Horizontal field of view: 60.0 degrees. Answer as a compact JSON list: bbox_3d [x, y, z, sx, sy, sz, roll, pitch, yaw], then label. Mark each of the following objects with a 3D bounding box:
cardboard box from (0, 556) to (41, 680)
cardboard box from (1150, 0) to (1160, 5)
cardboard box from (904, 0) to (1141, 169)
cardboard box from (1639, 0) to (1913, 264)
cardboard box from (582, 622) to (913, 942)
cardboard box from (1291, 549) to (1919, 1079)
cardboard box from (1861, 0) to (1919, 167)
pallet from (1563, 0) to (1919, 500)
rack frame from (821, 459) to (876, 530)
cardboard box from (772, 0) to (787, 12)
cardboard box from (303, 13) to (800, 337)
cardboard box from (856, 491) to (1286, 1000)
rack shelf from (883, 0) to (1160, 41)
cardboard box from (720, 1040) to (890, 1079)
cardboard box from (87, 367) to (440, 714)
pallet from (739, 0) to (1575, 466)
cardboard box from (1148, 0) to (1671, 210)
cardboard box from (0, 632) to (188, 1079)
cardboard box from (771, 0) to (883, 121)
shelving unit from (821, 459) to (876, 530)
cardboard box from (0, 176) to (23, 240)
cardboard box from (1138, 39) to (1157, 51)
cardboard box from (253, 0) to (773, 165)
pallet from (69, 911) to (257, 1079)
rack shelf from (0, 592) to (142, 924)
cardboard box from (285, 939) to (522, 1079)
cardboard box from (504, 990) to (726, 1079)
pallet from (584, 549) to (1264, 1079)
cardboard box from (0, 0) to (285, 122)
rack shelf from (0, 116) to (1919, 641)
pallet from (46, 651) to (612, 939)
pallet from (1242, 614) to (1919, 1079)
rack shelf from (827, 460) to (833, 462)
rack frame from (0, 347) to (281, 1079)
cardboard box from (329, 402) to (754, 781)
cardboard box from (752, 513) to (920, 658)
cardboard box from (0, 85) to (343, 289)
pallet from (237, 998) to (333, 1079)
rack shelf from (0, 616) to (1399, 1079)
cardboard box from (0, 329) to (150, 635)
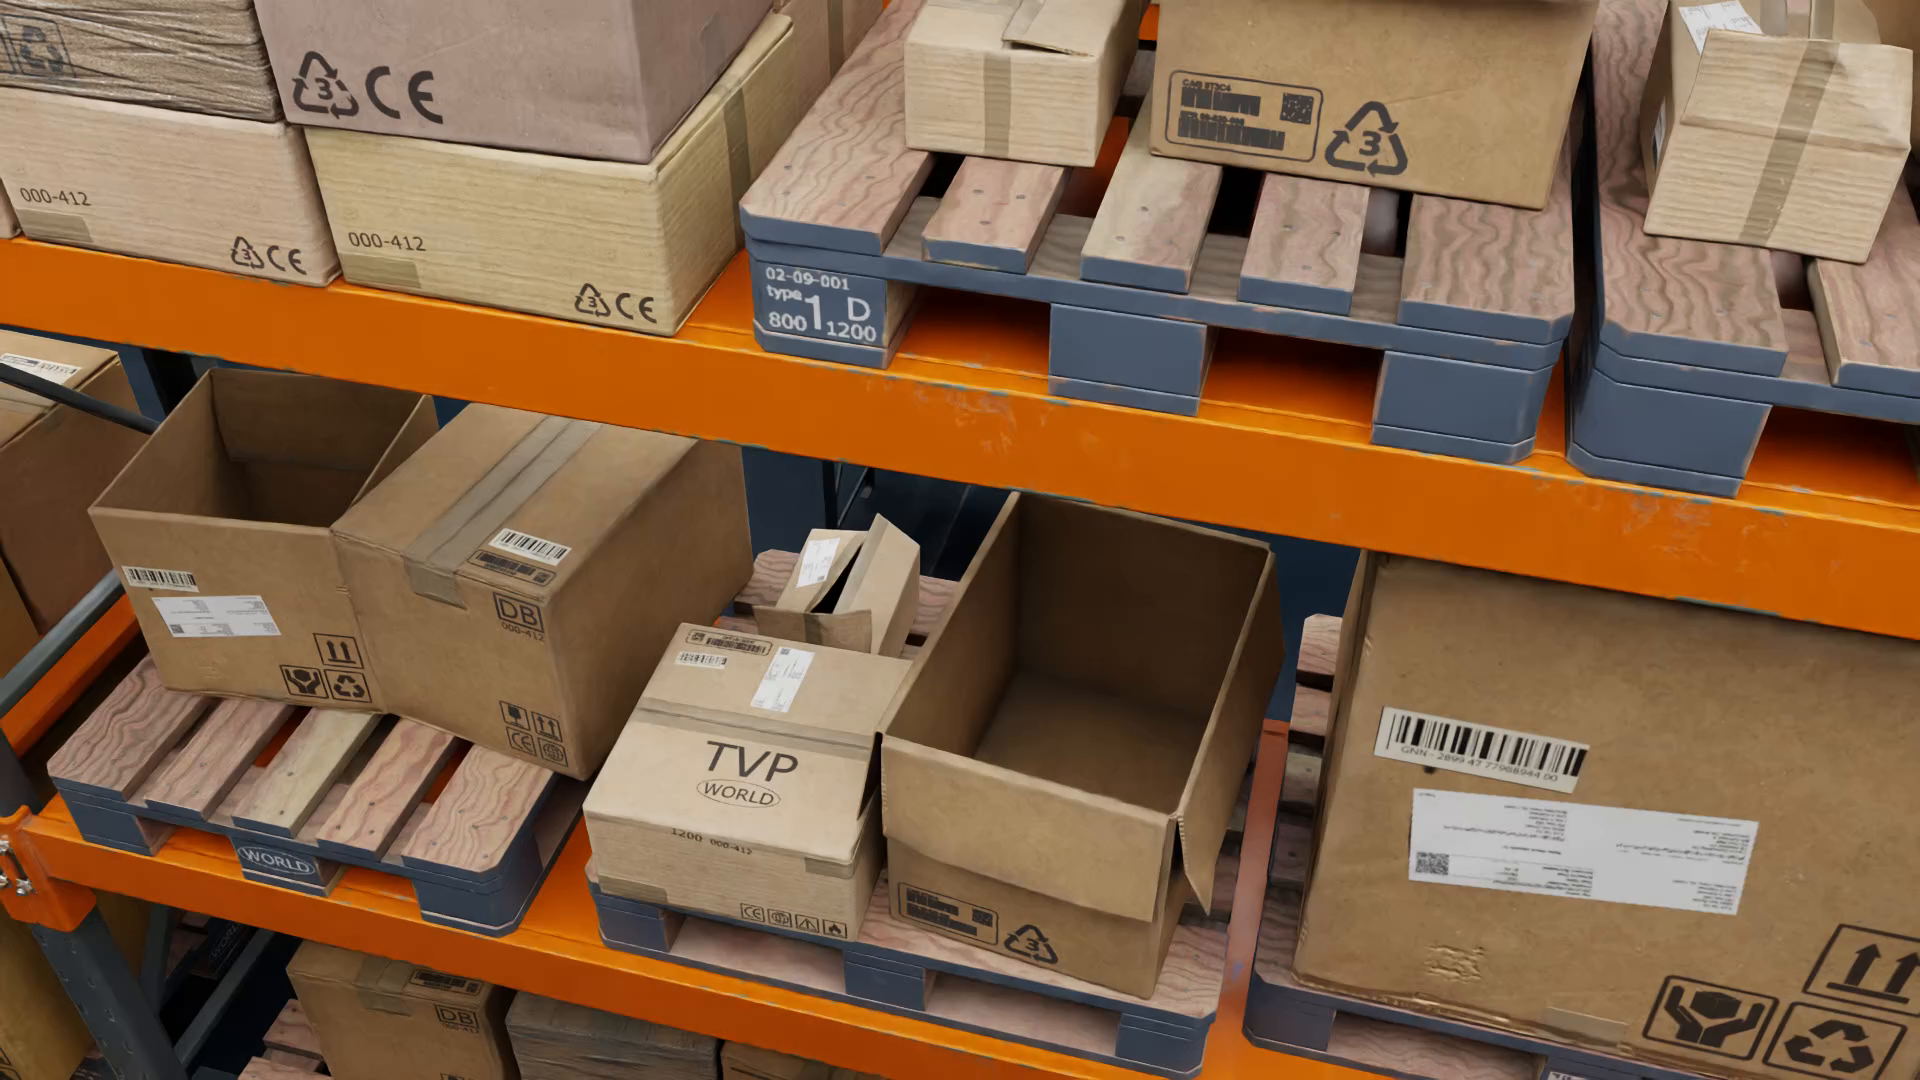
[{"bbox_3d":[-2.474,0.164,3.645,0.500,0.500,0.500,11,41,13],"label":"cardboard box"},{"bbox_3d":[0.789,-2.564,6.892,0.500,0.500,0.500,10,41,11],"label":"cardboard box"},{"bbox_3d":[0.094,-0.674,2.243,0.250,0.166,0.380,9,41,10],"label":"cardboard box"},{"bbox_3d":[0.997,-0.557,2.026,0.258,0.266,0.396,11,41,13],"label":"cardboard box"},{"bbox_3d":[-0.374,0.448,3.174,0.500,0.250,0.500,9,41,10],"label":"cardboard box"},{"bbox_3d":[1.199,0.186,2.904,1.000,1.000,1.000,10,41,12],"label":"cardboard box"},{"bbox_3d":[1.502,-0.694,2.004,0.637,0.503,0.797,8,41,9],"label":"cardboard box"},{"bbox_3d":[1.362,-0.450,2.268,1.003,0.211,1.213,10,41,11],"label":"pallet"},{"bbox_3d":[-0.409,-0.645,5.851,0.032,1.500,0.500,10,41,11],"label":"rack frame"},{"bbox_3d":[-0.435,-1.154,2.493,0.500,0.500,0.500,10,41,12],"label":"cardboard box"},{"bbox_3d":[-0.550,-0.560,2.368,0.500,0.250,0.500,11,41,12],"label":"cardboard box"},{"bbox_3d":[0.232,0.364,3.077,0.637,0.503,0.797,14,42,16],"label":"cardboard box"},{"bbox_3d":[1.378,-2.327,7.247,4.000,0.370,1.077,10,41,11],"label":"rack shelf"},{"bbox_3d":[-0.192,1.192,4.100,0.500,0.500,0.700,13,42,15],"label":"cardboard box"},{"bbox_3d":[-1.401,-0.004,3.518,0.500,0.500,0.500,5,40,6],"label":"cardboard box"},{"bbox_3d":[0.359,-0.621,2.471,1.003,0.211,1.213,10,41,11],"label":"pallet"},{"bbox_3d":[0.592,-0.850,2.190,0.637,0.503,0.797,11,41,13],"label":"cardboard box"},{"bbox_3d":[-2.595,0.655,4.463,0.875,0.875,1.225,8,41,9],"label":"cardboard box"},{"bbox_3d":[-0.444,-0.875,2.744,0.500,0.250,0.500,11,41,13],"label":"cardboard box"},{"bbox_3d":[0.082,-0.560,5.751,1.048,1.500,0.538,10,41,11],"label":"shelving unit"},{"bbox_3d":[-1.545,-0.725,2.565,0.500,0.250,0.500,10,41,12],"label":"cardboard box"},{"bbox_3d":[0.857,-1.933,7.643,0.750,0.750,1.050,10,41,12],"label":"cardboard box"},{"bbox_3d":[-0.569,-0.844,2.124,0.500,0.500,0.500,9,41,10],"label":"cardboard box"},{"bbox_3d":[-2.676,1.020,4.871,1.213,0.211,1.003,10,41,11],"label":"pallet"},{"bbox_3d":[-3.865,0.073,4.390,4.000,0.370,1.077,10,41,11],"label":"rack shelf"},{"bbox_3d":[-1.281,1.018,4.307,0.500,0.500,0.700,8,41,9],"label":"cardboard box"},{"bbox_3d":[-0.742,1.102,4.207,0.500,0.500,0.700,7,40,8],"label":"cardboard box"},{"bbox_3d":[-0.011,0.507,3.463,1.213,0.211,1.003,10,41,11],"label":"pallet"},{"bbox_3d":[-1.057,-0.924,2.219,0.500,0.500,0.500,10,41,12],"label":"cardboard box"},{"bbox_3d":[-0.001,-0.411,2.633,4.000,0.370,1.077,10,41,11],"label":"rack shelf"},{"bbox_3d":[-1.217,0.256,3.762,1.003,0.211,1.213,10,41,11],"label":"pallet"},{"bbox_3d":[1.230,0.651,3.291,1.213,0.211,1.003,10,41,11],"label":"pallet"},{"bbox_3d":[0.082,-0.422,5.866,1.000,0.185,0.538,10,41,11],"label":"rack shelf"},{"bbox_3d":[-1.933,0.130,3.763,0.127,3.000,1.000,10,41,11],"label":"rack frame"},{"bbox_3d":[-0.836,0.027,3.482,0.500,0.500,0.700,16,42,18],"label":"cardboard box"},{"bbox_3d":[-0.253,0.130,3.540,0.258,0.266,0.396,9,41,10],"label":"cardboard box"},{"bbox_3d":[-1.049,-0.639,2.463,0.500,0.250,0.500,11,41,12],"label":"cardboard box"},{"bbox_3d":[-1.179,1.329,4.504,1.213,0.211,1.003,10,41,11],"label":"pallet"},{"bbox_3d":[-0.001,0.738,3.598,4.000,0.370,1.077,10,41,11],"label":"rack shelf"},{"bbox_3d":[-2.333,-0.158,4.028,0.500,0.500,0.500,11,41,13],"label":"cardboard box"}]
